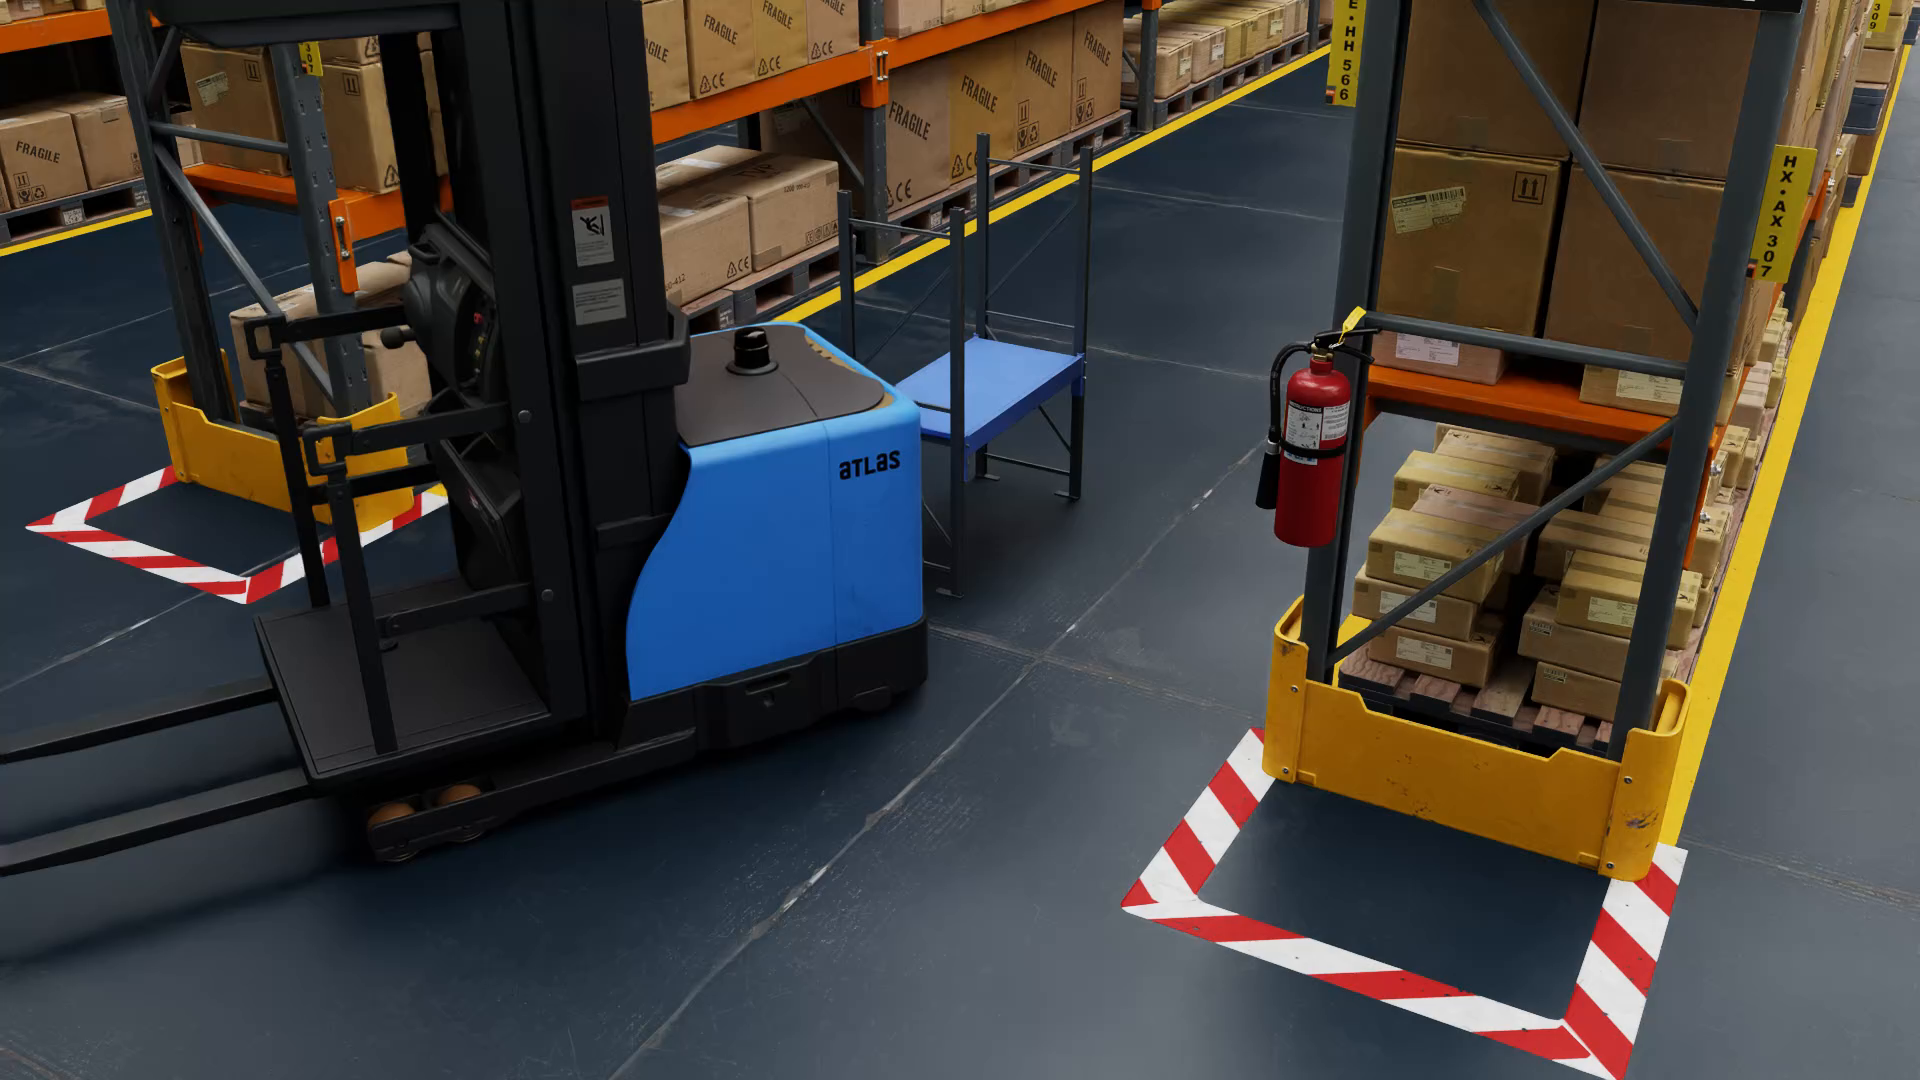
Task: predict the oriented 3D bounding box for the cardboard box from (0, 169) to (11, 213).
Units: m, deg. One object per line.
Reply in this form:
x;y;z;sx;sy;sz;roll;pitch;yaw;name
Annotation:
-6.351;-2.267;10.251;0.700;0.500;0.500;16;31;28;cardboard box

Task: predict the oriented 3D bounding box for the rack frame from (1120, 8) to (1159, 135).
1.070;-4.681;12.750;1.000;3.000;0.127;14;30;26;rack frame

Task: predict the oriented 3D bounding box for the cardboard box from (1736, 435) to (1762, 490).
3.056;-0.353;6.820;0.380;0.149;0.250;14;30;26;cardboard box

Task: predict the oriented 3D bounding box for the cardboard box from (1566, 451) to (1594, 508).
2.337;-0.280;6.673;0.380;0.149;0.250;15;30;28;cardboard box

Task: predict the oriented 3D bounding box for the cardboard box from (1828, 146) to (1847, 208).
4.315;-1.915;8.710;0.500;0.250;0.500;15;30;27;cardboard box

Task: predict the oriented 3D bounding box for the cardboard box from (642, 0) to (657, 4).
-1.642;-2.779;7.722;0.500;0.500;0.500;14;30;26;cardboard box

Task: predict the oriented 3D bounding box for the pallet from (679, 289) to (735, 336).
-1.939;-1.119;8.749;1.003;0.211;1.213;14;30;26;pallet

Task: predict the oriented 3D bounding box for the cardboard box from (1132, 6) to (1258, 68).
2.091;-4.495;14.846;0.950;0.372;0.625;15;30;28;cardboard box

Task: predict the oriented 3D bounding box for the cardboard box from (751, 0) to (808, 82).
-1.152;-2.728;8.737;0.500;0.500;0.500;13;30;25;cardboard box

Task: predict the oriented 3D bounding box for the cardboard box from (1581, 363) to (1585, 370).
2.028;-0.563;4.804;0.380;0.149;0.250;15;30;28;cardboard box

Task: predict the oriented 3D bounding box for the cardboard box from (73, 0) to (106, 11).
-5.628;-3.507;10.685;0.380;0.149;0.250;14;30;25;cardboard box

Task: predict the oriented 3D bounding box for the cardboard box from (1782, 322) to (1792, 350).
3.583;-0.925;7.630;0.380;0.149;0.250;15;30;27;cardboard box

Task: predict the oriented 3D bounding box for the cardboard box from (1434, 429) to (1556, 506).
1.907;-0.255;5.959;0.380;0.149;0.250;13;29;24;cardboard box

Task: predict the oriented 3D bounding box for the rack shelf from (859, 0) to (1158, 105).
0.086;-3.580;11.354;1.077;0.370;4.000;14;30;26;rack shelf

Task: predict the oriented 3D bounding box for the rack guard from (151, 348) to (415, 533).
-2.877;-0.436;7.063;1.175;0.500;0.348;14;30;26;rack guard

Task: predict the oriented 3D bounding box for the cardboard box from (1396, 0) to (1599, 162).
1.502;-1.371;4.576;0.500;0.500;0.500;14;30;25;cardboard box

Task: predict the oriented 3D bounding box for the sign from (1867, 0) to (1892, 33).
3.938;-2.342;7.111;0.100;0.325;0.005;14;30;26;sign

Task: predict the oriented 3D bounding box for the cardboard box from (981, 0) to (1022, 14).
0.068;-3.567;10.692;0.500;0.250;0.500;14;30;26;cardboard box

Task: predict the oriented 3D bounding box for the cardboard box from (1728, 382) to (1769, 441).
2.936;-0.530;6.509;0.380;0.149;0.250;13;29;24;cardboard box

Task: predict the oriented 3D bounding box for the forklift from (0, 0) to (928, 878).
-1.648;-0.640;4.754;3.031;2.935;1.130;-14;30;-26;forklift

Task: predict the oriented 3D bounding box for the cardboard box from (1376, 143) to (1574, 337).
1.491;-0.922;4.797;0.500;0.500;0.500;15;30;27;cardboard box

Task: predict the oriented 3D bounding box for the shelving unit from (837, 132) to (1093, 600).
0.042;-0.704;6.481;0.538;1.500;1.048;14;30;26;shelving unit

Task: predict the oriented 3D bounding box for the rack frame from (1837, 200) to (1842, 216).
5.429;-3.630;10.651;1.000;3.000;0.127;14;30;26;rack frame

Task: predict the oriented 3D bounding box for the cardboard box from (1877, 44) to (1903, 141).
6.234;-3.371;12.177;1.050;0.750;0.750;15;30;27;cardboard box

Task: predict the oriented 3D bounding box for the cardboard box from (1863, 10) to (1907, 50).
4.056;-2.332;7.537;0.380;0.149;0.250;15;30;27;cardboard box

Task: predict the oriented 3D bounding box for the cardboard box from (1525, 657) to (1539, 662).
2.088;0.321;5.474;0.380;0.149;0.250;14;30;26;cardboard box

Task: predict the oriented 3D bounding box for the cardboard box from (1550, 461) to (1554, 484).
2.003;-0.235;6.251;0.380;0.149;0.250;15;30;27;cardboard box

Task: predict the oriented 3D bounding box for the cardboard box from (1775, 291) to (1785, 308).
3.513;-1.054;7.557;0.380;0.149;0.250;15;30;28;cardboard box

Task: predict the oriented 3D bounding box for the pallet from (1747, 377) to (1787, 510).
3.162;-0.555;7.623;1.003;0.211;1.213;14;30;26;pallet

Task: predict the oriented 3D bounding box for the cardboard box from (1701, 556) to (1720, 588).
2.423;0.009;5.765;0.380;0.149;0.250;15;30;28;cardboard box

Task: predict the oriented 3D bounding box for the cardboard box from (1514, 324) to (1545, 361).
1.563;-0.678;5.035;0.380;0.149;0.250;14;30;26;cardboard box

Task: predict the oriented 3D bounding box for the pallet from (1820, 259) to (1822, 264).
5.044;-2.079;10.668;1.003;0.211;1.213;14;30;26;pallet

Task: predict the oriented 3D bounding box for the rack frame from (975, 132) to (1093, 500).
0.292;-0.902;6.876;0.500;1.500;0.032;14;30;26;rack frame

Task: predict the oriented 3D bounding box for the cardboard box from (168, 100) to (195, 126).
-5.752;-2.994;11.914;0.500;0.311;0.500;15;30;28;cardboard box

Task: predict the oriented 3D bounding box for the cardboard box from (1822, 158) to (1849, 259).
4.829;-1.975;9.668;0.500;0.500;0.500;13;29;24;cardboard box

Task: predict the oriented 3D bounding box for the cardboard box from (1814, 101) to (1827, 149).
2.694;-1.407;5.765;0.500;0.500;0.500;13;30;25;cardboard box

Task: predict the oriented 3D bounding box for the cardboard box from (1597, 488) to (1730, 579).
2.314;-0.025;5.500;0.380;0.149;0.250;14;30;26;cardboard box

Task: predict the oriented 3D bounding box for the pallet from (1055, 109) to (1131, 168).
0.617;-3.143;12.794;1.003;0.211;1.213;14;30;26;pallet

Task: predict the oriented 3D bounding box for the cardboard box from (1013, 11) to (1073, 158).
0.215;-3.321;11.938;0.875;0.875;0.875;15;30;27;cardboard box

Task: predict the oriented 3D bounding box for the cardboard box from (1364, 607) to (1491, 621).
1.610;0.201;5.713;0.380;0.149;0.250;15;30;28;cardboard box

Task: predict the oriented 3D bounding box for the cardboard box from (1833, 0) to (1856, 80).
2.711;-1.849;5.532;0.500;0.500;0.500;13;29;25;cardboard box

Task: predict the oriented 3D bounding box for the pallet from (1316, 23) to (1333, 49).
3.337;-5.262;17.027;1.003;0.211;1.213;14;30;26;pallet

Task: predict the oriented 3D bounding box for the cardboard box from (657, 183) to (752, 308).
-1.740;-1.594;8.977;0.875;0.438;0.875;13;29;25;cardboard box
